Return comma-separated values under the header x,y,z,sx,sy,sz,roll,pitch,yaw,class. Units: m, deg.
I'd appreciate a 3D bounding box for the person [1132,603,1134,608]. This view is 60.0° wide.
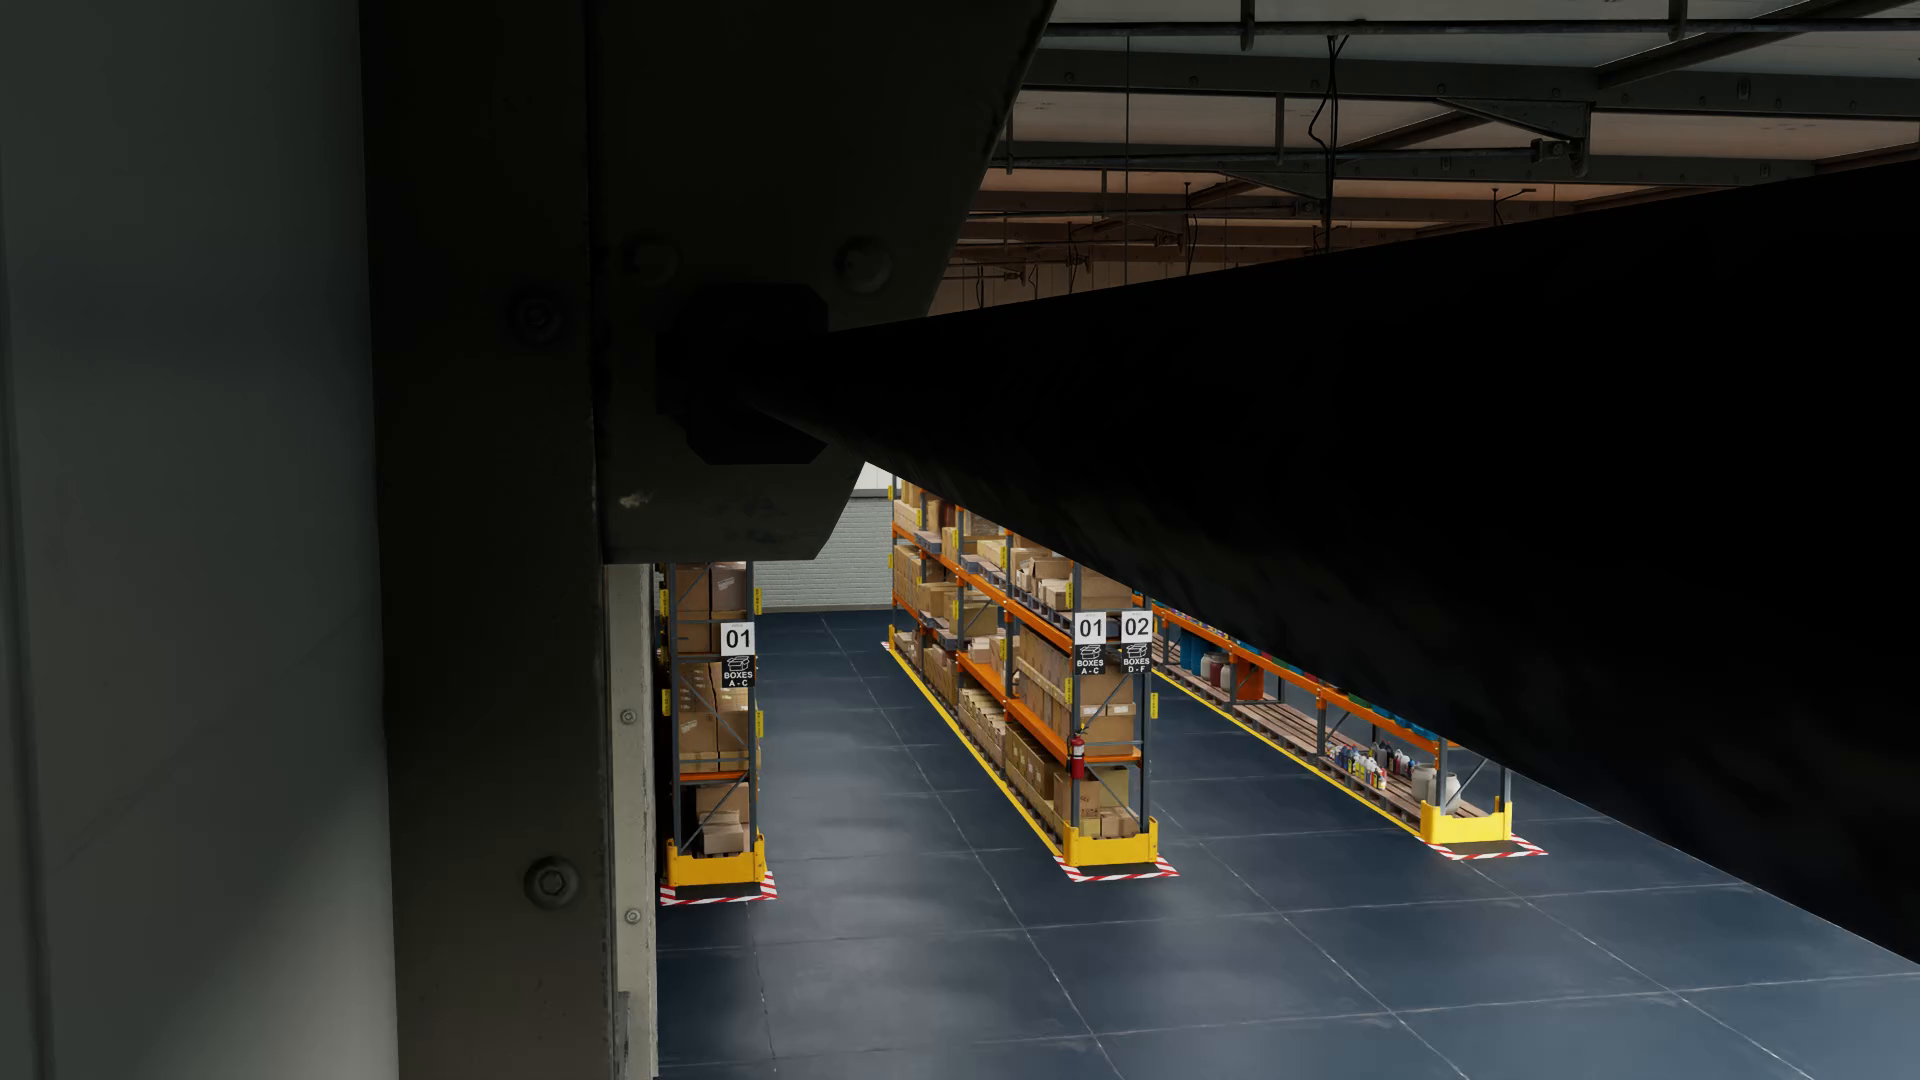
x,y,z,sx,sy,sz,roll,pitch,yaw,class
4.027,1.197,39.847,0.494,1.704,0.500,-2,7,-19,person
